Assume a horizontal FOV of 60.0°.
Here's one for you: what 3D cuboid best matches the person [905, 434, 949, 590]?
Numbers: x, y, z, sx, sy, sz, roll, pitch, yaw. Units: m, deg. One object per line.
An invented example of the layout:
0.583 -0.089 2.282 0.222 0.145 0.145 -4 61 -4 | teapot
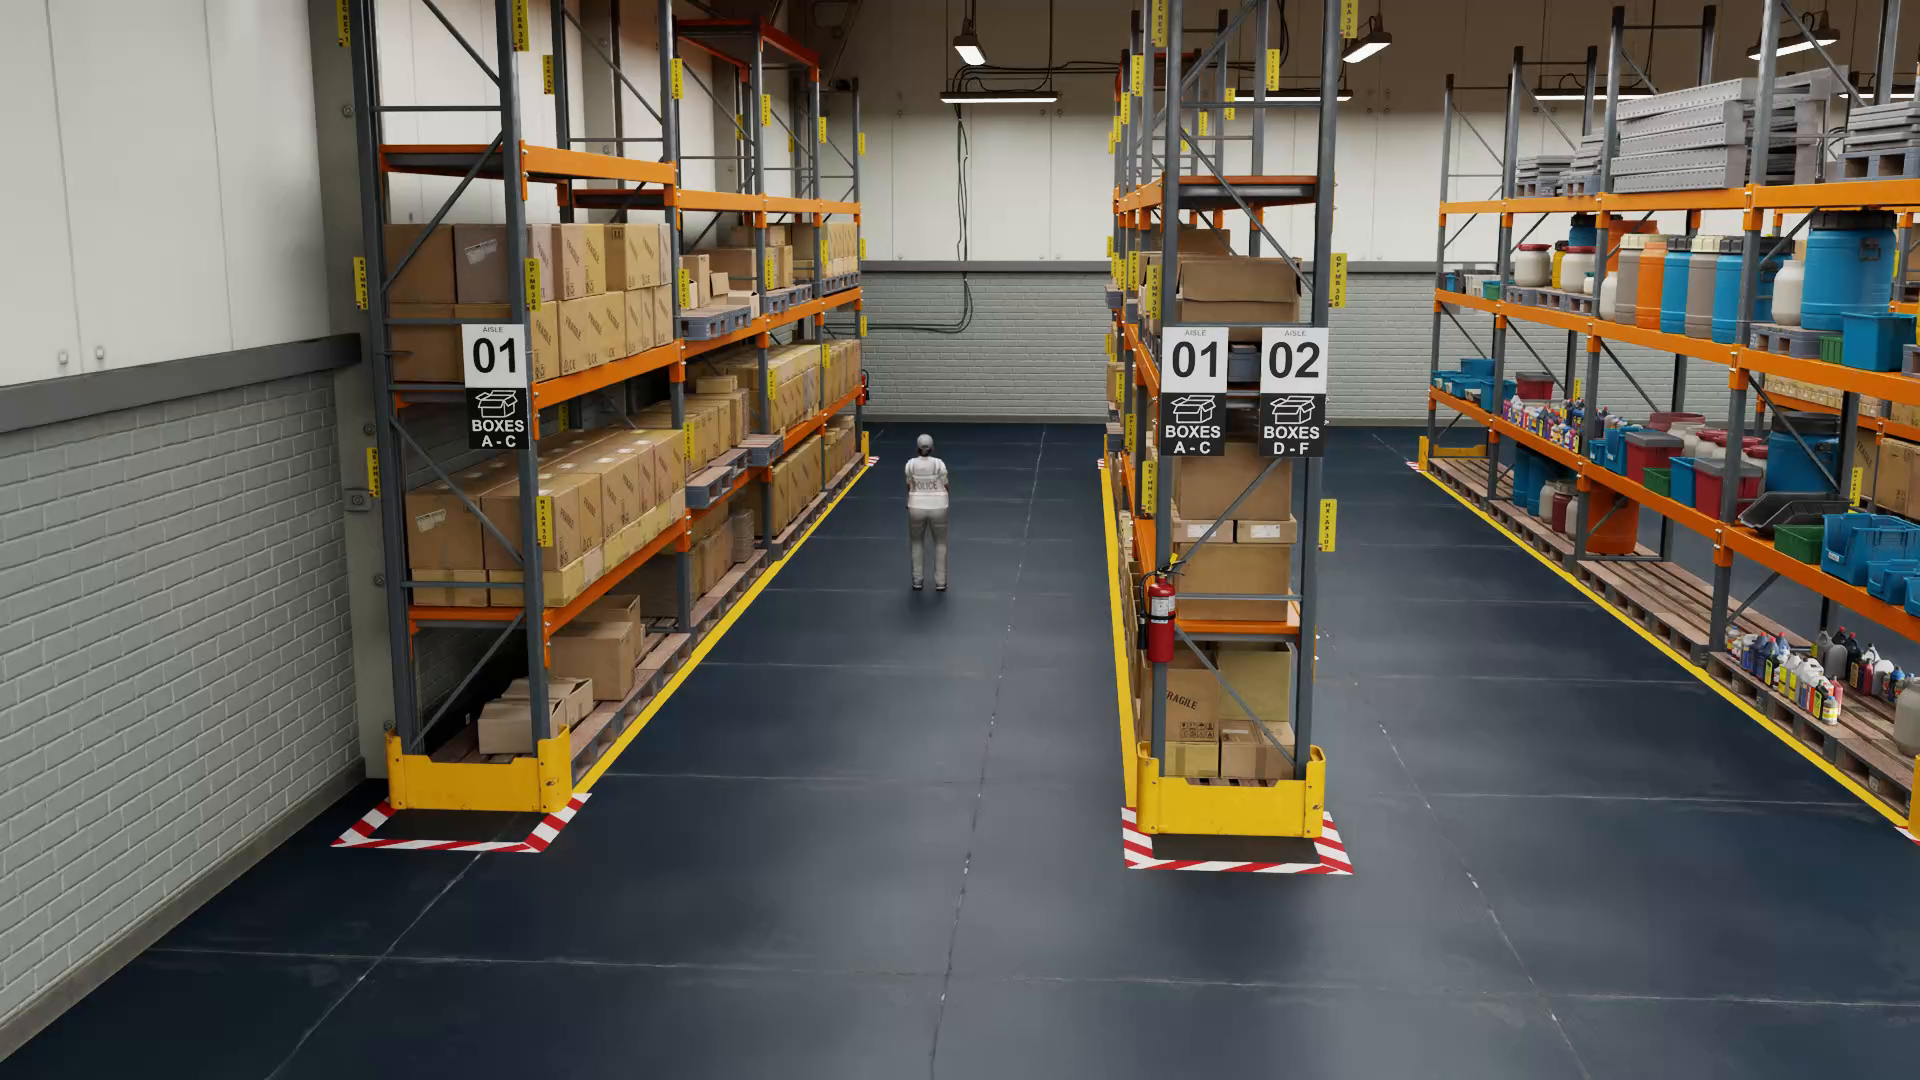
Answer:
-0.341 -0.311 17.571 0.452 1.653 0.533 1 11 4 | person
